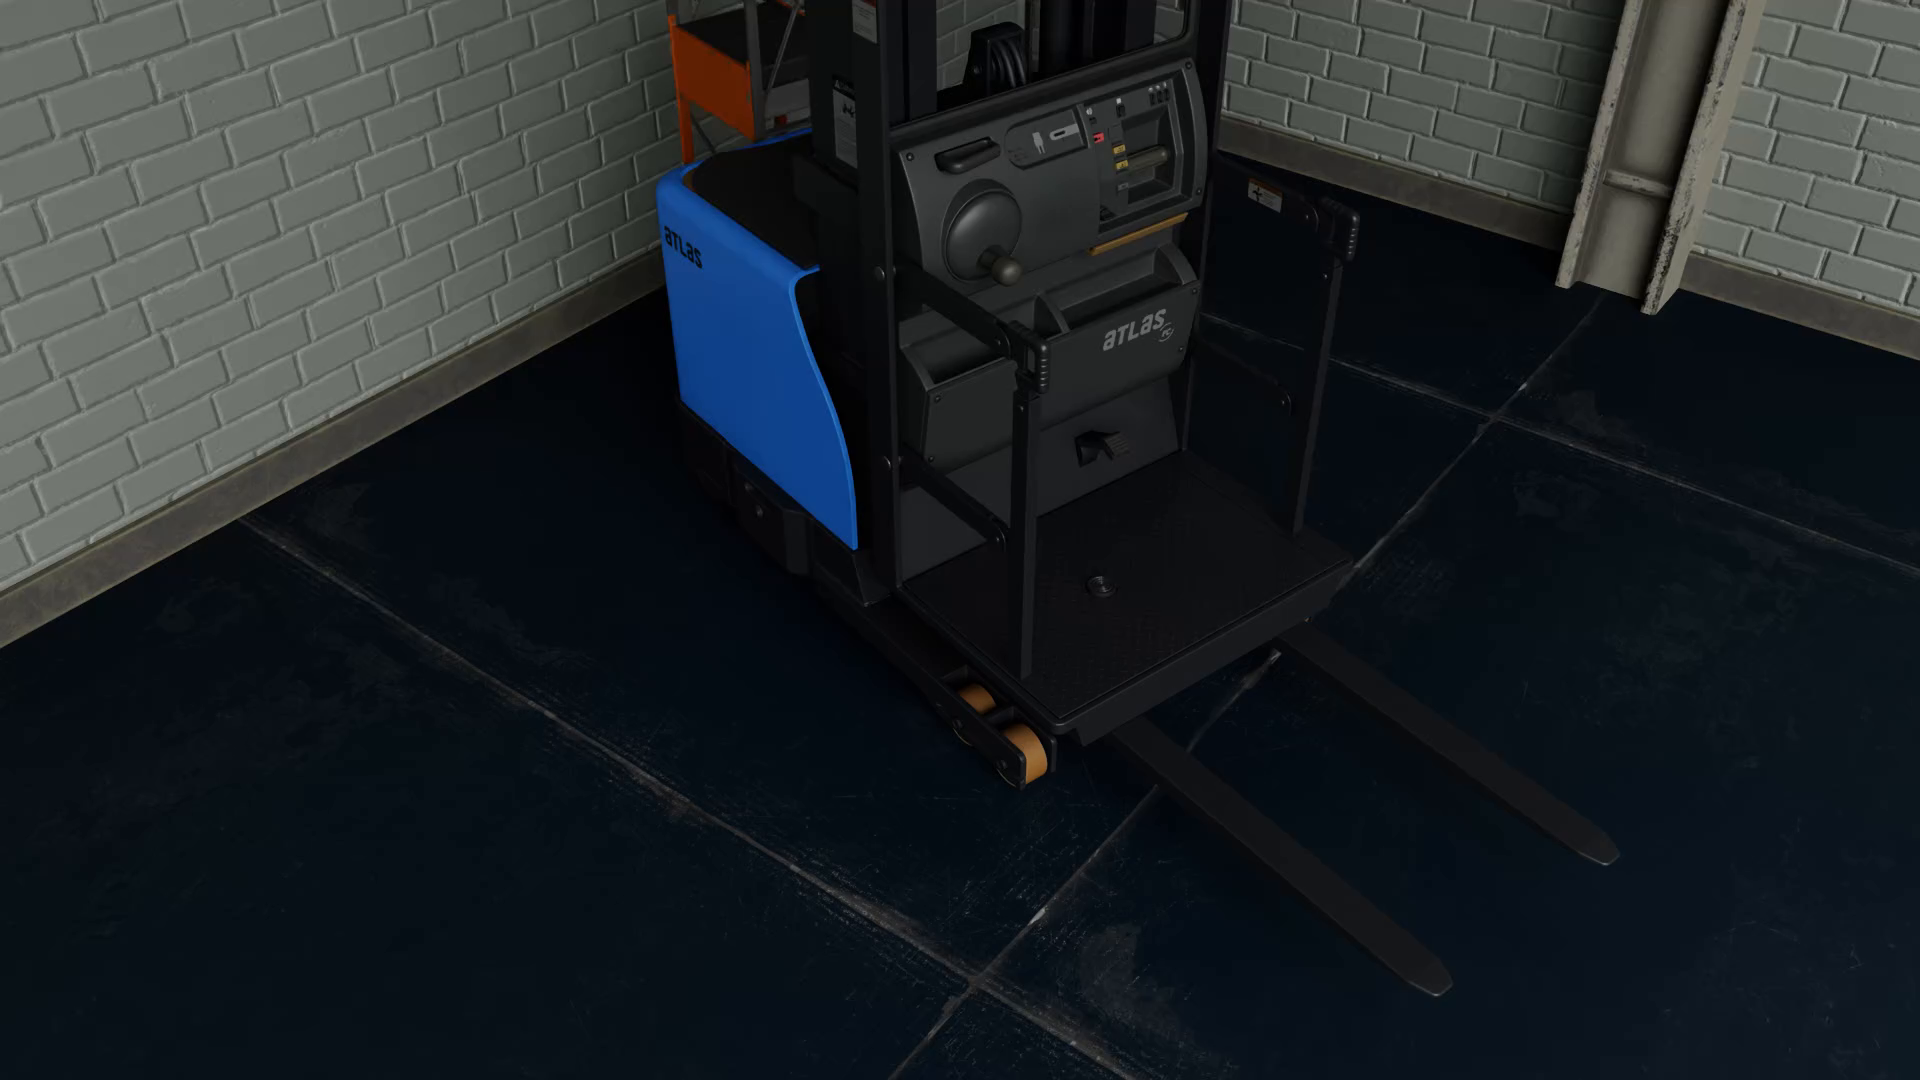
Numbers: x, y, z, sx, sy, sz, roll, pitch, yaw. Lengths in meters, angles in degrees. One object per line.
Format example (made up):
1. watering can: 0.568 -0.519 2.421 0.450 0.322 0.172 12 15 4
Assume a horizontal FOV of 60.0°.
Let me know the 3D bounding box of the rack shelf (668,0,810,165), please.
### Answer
1. rack shelf: -0.620 -1.421 5.383 0.431 0.518 0.480 -25 45 -29

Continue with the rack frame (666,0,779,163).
1. rack frame: -0.768 -1.552 5.527 0.400 2.100 0.015 -25 45 -29

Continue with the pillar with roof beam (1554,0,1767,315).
1. pillar with roof beam: -0.033 -2.440 1.067 0.400 9.000 9.100 25 45 29

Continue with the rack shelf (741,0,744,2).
1. rack shelf: -0.619 -1.972 4.951 0.431 0.518 0.480 -25 45 -29

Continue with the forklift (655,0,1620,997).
1. forklift: 0.380 -0.849 3.957 1.130 2.935 3.031 -25 45 -29

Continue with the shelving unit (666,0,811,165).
1. shelving unit: -0.620 -1.432 5.375 0.431 2.100 0.503 -25 45 -29

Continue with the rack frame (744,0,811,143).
1. rack frame: -0.471 -1.312 5.223 0.400 2.100 0.015 -25 45 -29
